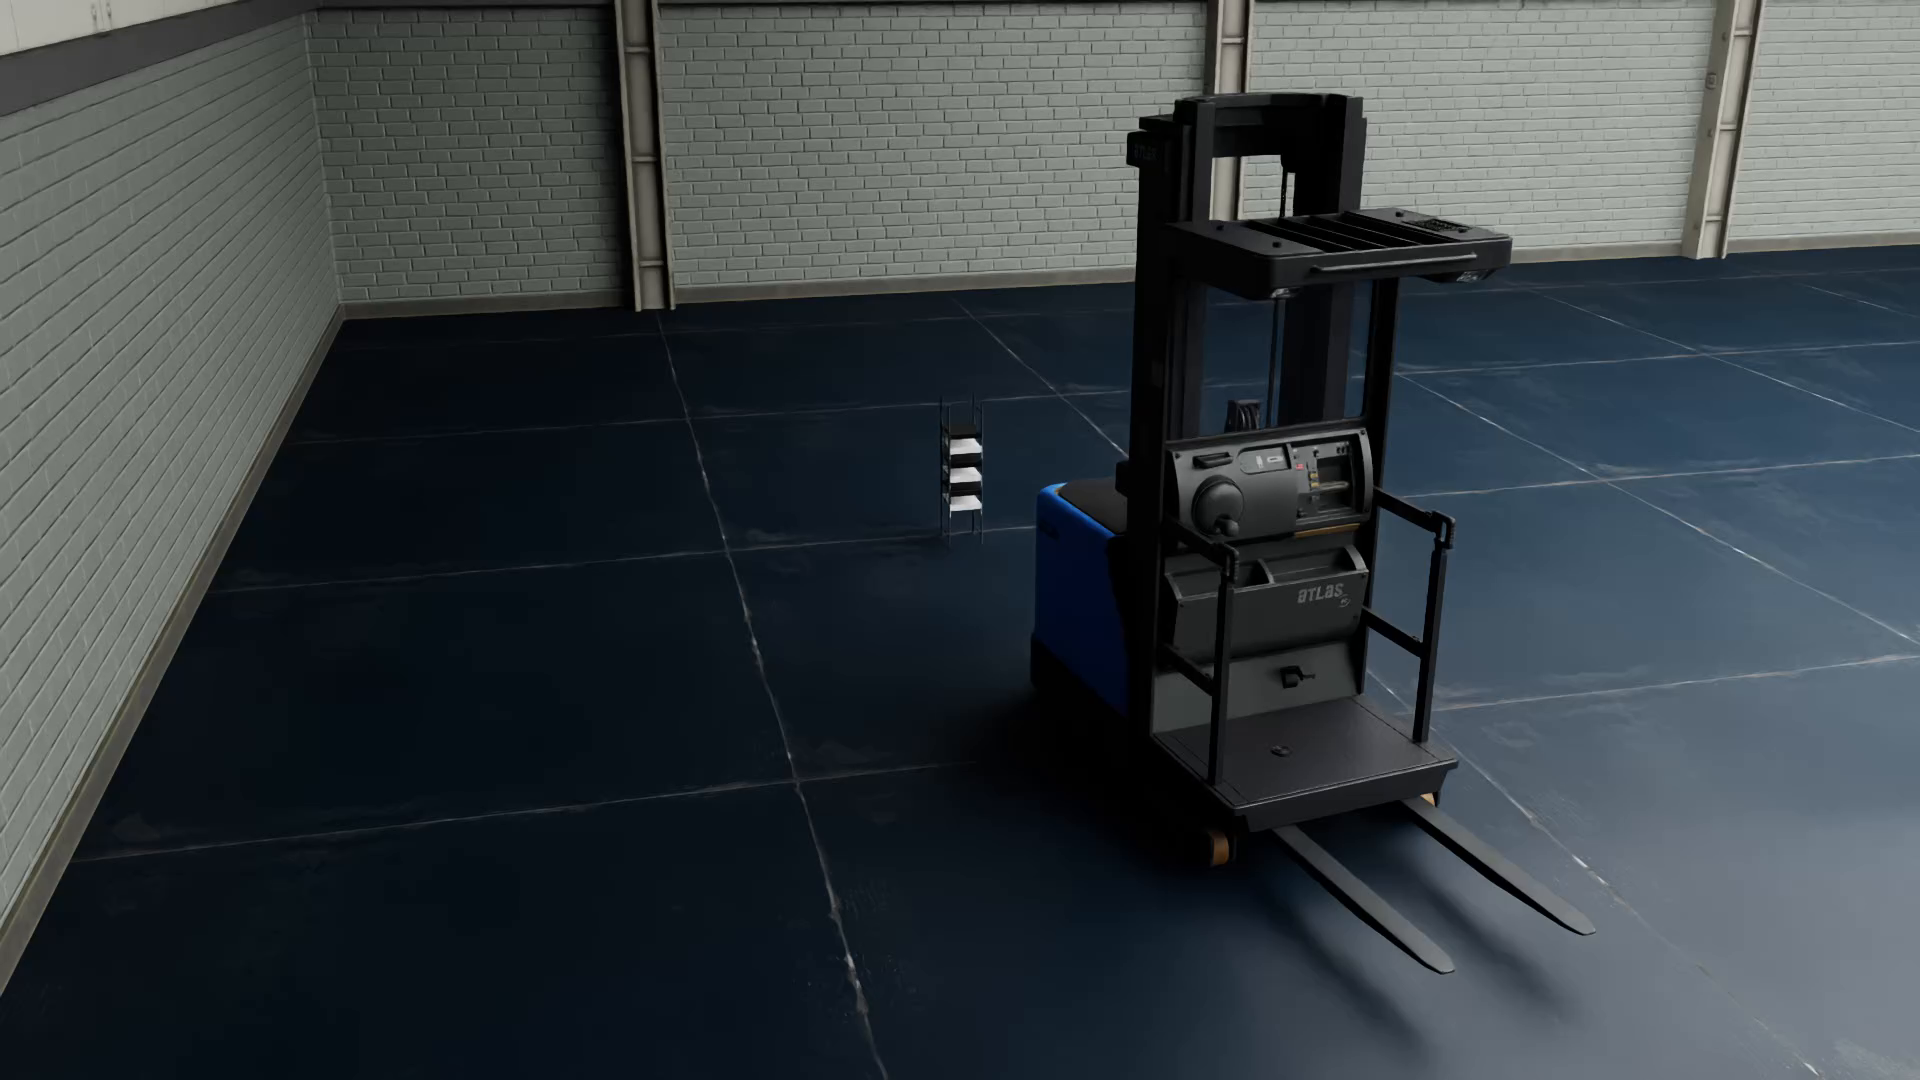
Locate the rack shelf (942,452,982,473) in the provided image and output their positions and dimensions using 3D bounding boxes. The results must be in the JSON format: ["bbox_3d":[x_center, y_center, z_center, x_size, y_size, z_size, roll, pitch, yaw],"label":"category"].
[{"bbox_3d":[0.008,-0.476,10.142,0.200,0.077,0.258,-5,21,-12],"label":"rack shelf"}]

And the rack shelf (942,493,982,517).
[{"bbox_3d":[0.008,-0.223,10.235,0.200,0.077,0.258,-5,21,-12],"label":"rack shelf"}]

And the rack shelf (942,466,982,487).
[{"bbox_3d":[0.008,-0.392,10.173,0.200,0.077,0.258,-5,21,-12],"label":"rack shelf"}]

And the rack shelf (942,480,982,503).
[{"bbox_3d":[0.008,-0.307,10.204,0.200,0.077,0.258,-5,21,-12],"label":"rack shelf"}]

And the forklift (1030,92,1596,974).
[{"bbox_3d":[1.372,-0.220,6.654,1.130,2.935,3.031,-8,22,-21],"label":"forklift"}]

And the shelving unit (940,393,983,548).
[{"bbox_3d":[0.008,-0.423,10.162,0.210,0.900,0.258,-5,21,-12],"label":"shelving unit"}]

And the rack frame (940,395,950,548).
[{"bbox_3d":[-0.091,-0.415,10.140,0.006,0.900,0.240,-5,21,-12],"label":"rack frame"}]

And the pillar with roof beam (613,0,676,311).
[{"bbox_3d":[-2.076,-5.122,11.213,0.400,9.000,9.100,-5,21,-12],"label":"pillar with roof beam"}]

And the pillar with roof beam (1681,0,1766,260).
[{"bbox_3d":[9.602,-6.071,13.806,0.400,9.000,9.100,-5,21,-12],"label":"pillar with roof beam"}]

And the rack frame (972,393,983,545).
[{"bbox_3d":[0.107,-0.431,10.184,0.006,0.900,0.240,-5,21,-12],"label":"rack frame"}]

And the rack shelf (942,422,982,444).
[{"bbox_3d":[0.008,-0.645,10.080,0.200,0.077,0.258,-5,21,-12],"label":"rack shelf"}]

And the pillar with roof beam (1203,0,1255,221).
[{"bbox_3d":[3.763,-5.596,12.510,0.400,9.000,9.100,-5,21,-12],"label":"pillar with roof beam"}]

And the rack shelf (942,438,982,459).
[{"bbox_3d":[0.008,-0.561,10.111,0.200,0.077,0.258,-5,21,-12],"label":"rack shelf"}]
